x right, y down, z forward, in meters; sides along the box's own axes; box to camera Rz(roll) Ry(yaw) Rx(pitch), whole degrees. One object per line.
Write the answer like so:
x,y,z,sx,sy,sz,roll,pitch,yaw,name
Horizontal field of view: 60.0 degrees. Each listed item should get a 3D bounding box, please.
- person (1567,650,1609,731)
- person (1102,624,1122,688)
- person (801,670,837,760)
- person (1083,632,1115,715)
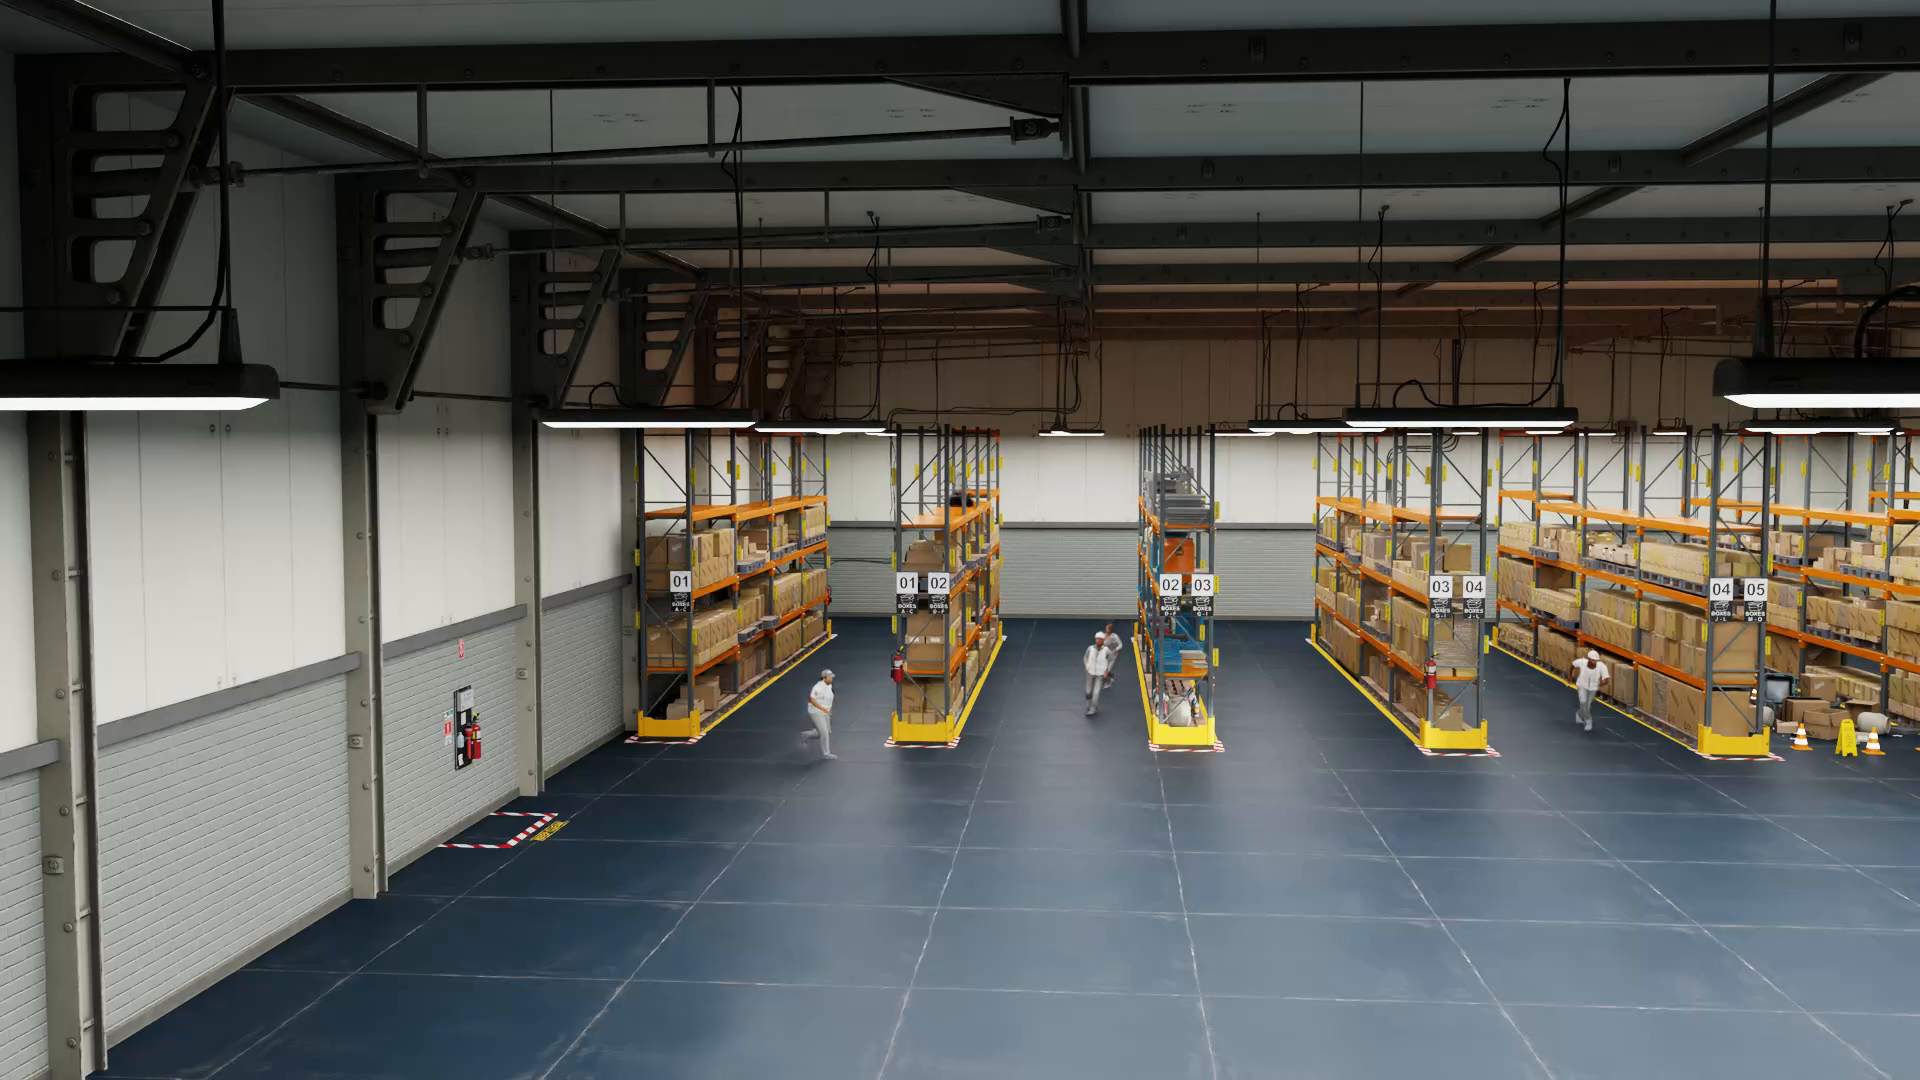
12.364,2.913,32.749,0.709,1.581,1.105,1,4,9,person
3.429,2.668,38.097,0.617,1.509,0.500,3,4,36,person
-2.561,3.116,29.769,0.780,1.615,0.579,2,4,33,person
2.890,2.765,34.596,0.668,1.724,0.580,1,4,12,person
